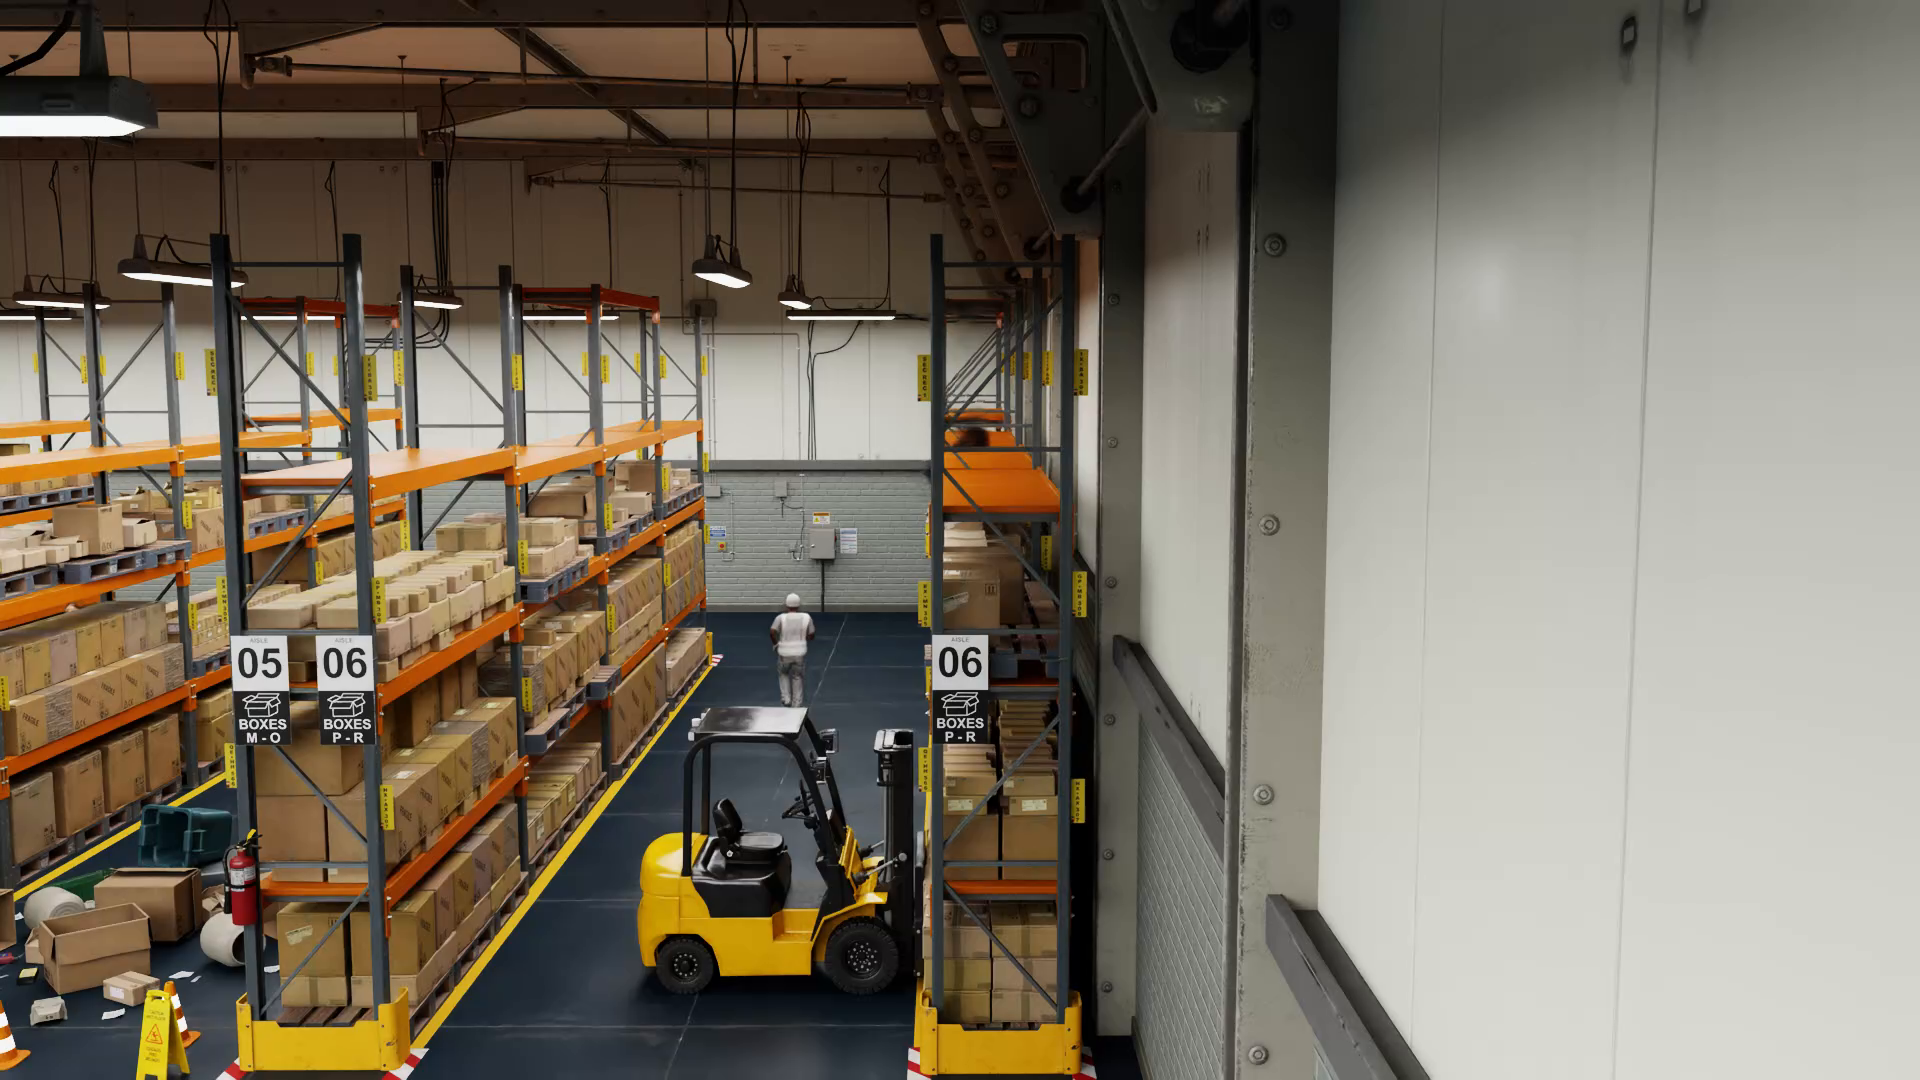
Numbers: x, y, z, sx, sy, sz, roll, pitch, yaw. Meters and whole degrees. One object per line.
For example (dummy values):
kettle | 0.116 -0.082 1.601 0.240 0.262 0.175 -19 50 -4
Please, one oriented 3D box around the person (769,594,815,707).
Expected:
person | -2.427 1.643 23.975 0.662 1.782 0.644 -1 6 -10

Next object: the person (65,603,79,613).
person | -12.809 1.708 24.079 0.582 1.628 0.623 -1 6 -11
